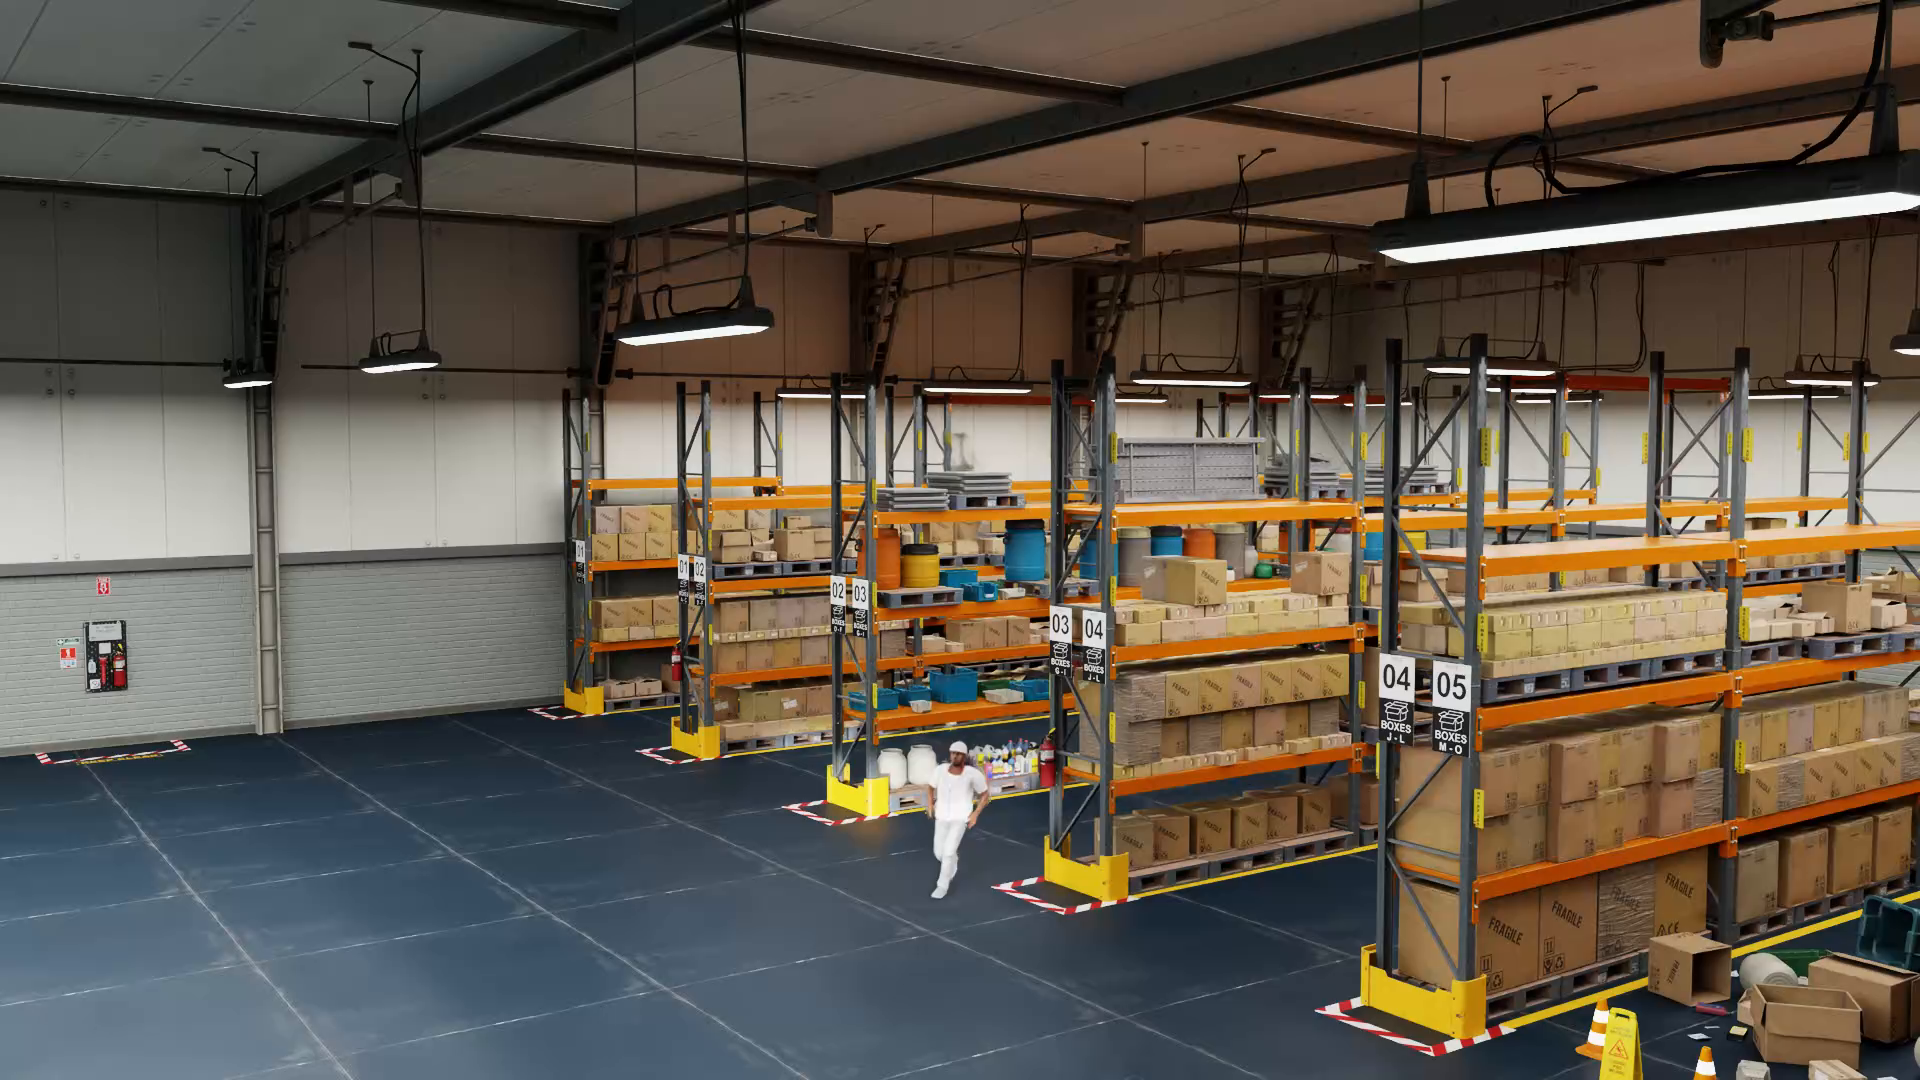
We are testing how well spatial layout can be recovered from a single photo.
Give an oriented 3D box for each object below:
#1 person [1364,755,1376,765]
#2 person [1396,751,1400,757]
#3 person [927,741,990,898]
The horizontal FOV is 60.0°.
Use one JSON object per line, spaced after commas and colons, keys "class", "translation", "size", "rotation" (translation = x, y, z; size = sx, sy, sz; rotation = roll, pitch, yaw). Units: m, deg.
{"class": "person", "translation": [6.125, 2.756, 24.001], "size": [0.621, 1.733, 0.680], "rotation": [-3, 5, -38]}
{"class": "person", "translation": [6.520, 2.742, 25.225], "size": [0.695, 1.607, 0.583], "rotation": [-3, 5, -42]}
{"class": "person", "translation": [-0.063, 3.106, 18.635], "size": [0.729, 1.711, 0.726], "rotation": [1, 4, 20]}
